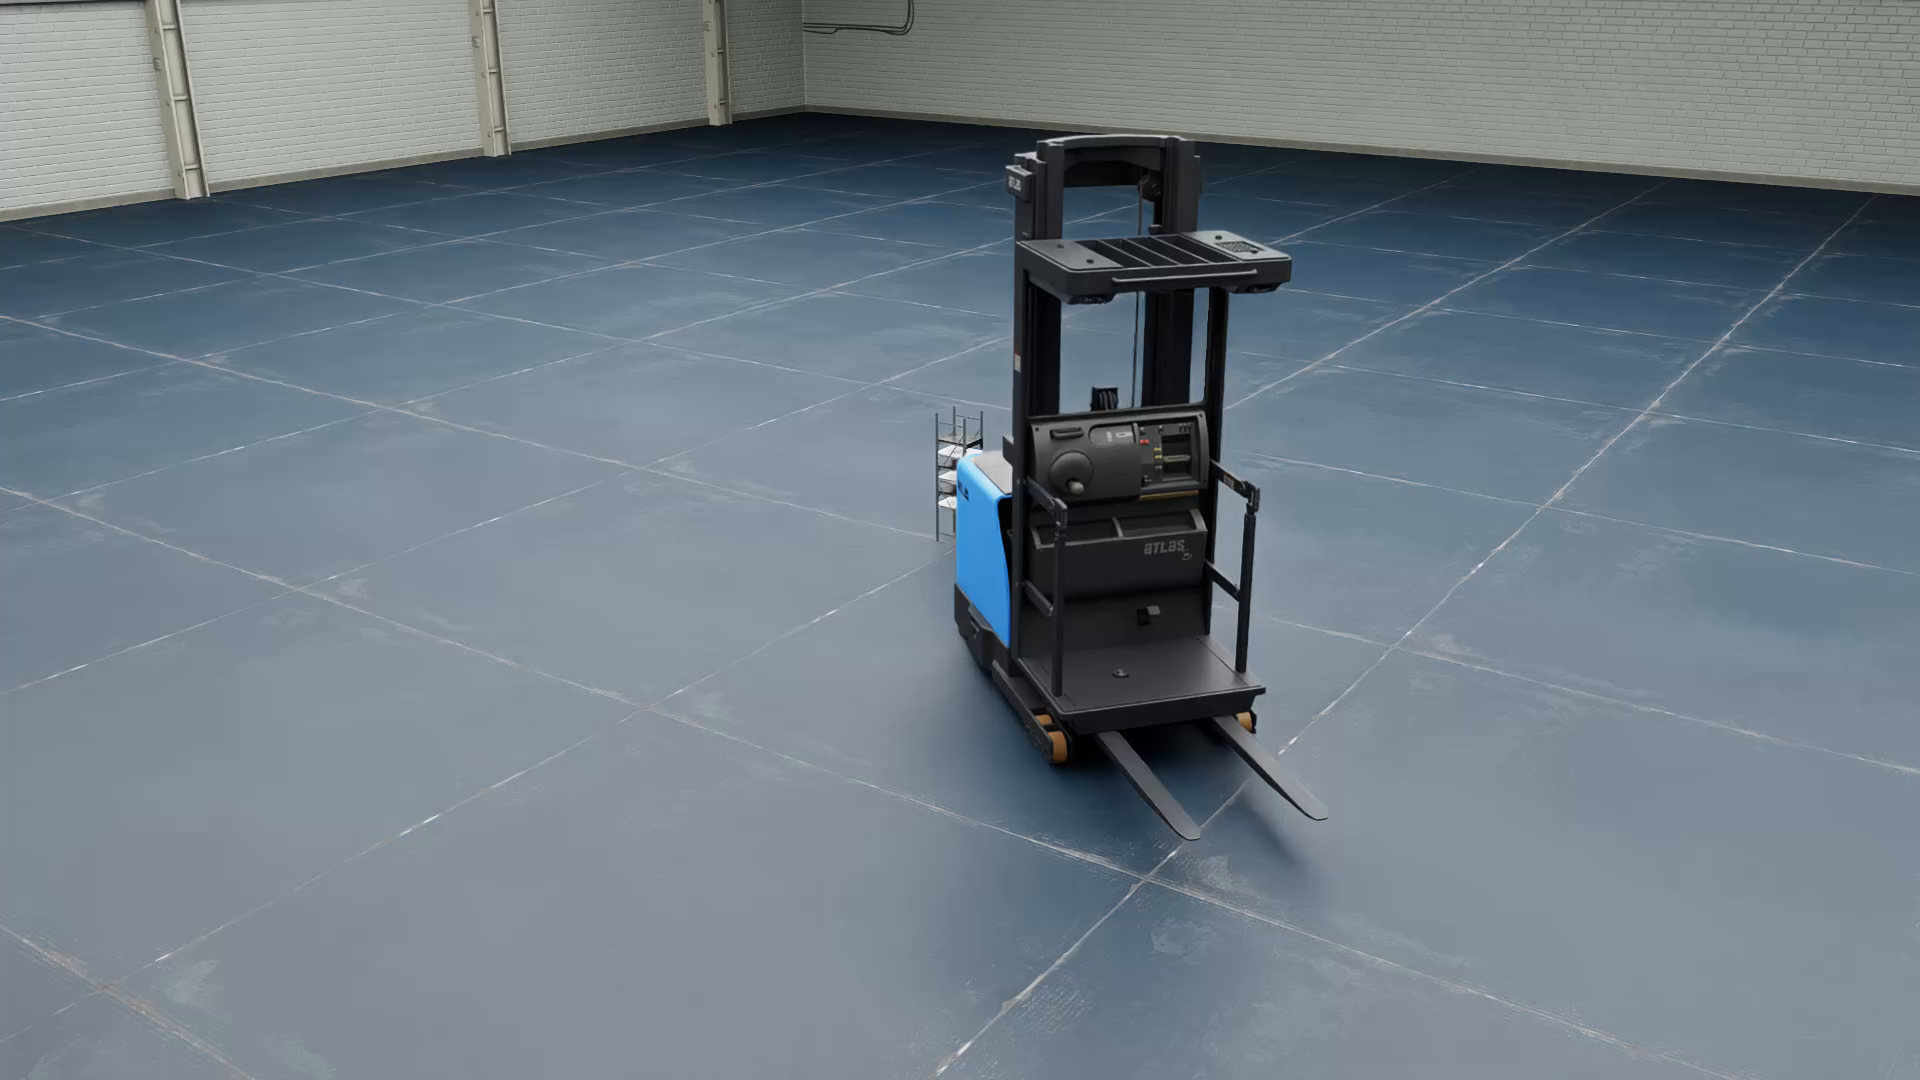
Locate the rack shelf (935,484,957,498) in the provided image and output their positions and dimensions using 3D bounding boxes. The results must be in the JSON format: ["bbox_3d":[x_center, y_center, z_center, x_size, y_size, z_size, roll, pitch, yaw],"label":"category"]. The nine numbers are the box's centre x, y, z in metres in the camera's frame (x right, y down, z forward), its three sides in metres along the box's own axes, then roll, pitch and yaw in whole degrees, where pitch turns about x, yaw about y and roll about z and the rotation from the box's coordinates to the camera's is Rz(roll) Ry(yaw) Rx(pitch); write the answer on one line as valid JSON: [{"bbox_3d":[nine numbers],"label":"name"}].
[{"bbox_3d":[-0.005,-0.304,11.145,0.258,0.077,0.200,13,24,32],"label":"rack shelf"}]

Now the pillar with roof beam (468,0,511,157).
[{"bbox_3d":[-4.826,-10.360,26.303,9.100,9.000,0.400,13,24,32],"label":"pillar with roof beam"}]

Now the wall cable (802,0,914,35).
[{"bbox_3d":[-2.263,-12.053,35.353,3.097,2.526,0.112,13,24,32],"label":"wall cable"}]

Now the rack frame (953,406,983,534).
[{"bbox_3d":[0.053,-0.449,11.181,0.240,0.900,0.006,13,24,32],"label":"rack frame"}]

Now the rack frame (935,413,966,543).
[{"bbox_3d":[-0.062,-0.391,11.024,0.240,0.900,0.006,13,24,32],"label":"rack frame"}]

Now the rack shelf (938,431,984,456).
[{"bbox_3d":[-0.005,-0.642,11.020,0.258,0.077,0.200,13,24,32],"label":"rack shelf"}]

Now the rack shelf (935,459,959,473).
[{"bbox_3d":[-0.005,-0.473,11.083,0.258,0.077,0.200,13,24,32],"label":"rack shelf"}]

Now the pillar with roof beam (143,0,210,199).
[{"bbox_3d":[-8.198,-8.639,21.649,9.100,9.000,0.400,13,24,32],"label":"pillar with roof beam"}]

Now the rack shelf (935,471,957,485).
[{"bbox_3d":[-0.005,-0.388,11.114,0.258,0.077,0.200,13,24,32],"label":"rack shelf"}]

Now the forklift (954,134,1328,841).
[{"bbox_3d":[0.872,-0.413,8.157,1.130,2.935,3.031,-6,21,-15],"label":"forklift"}]

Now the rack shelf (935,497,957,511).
[{"bbox_3d":[-0.005,-0.220,11.177,0.258,0.077,0.200,13,24,32],"label":"rack shelf"}]

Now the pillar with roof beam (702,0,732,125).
[{"bbox_3d":[-1.453,-12.082,30.957,9.100,9.000,0.400,13,24,32],"label":"pillar with roof beam"}]

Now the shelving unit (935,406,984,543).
[{"bbox_3d":[-0.005,-0.420,11.103,0.258,0.900,0.210,13,24,32],"label":"shelving unit"}]

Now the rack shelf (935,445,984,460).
[{"bbox_3d":[-0.005,-0.557,11.052,0.258,0.077,0.200,13,24,32],"label":"rack shelf"}]
